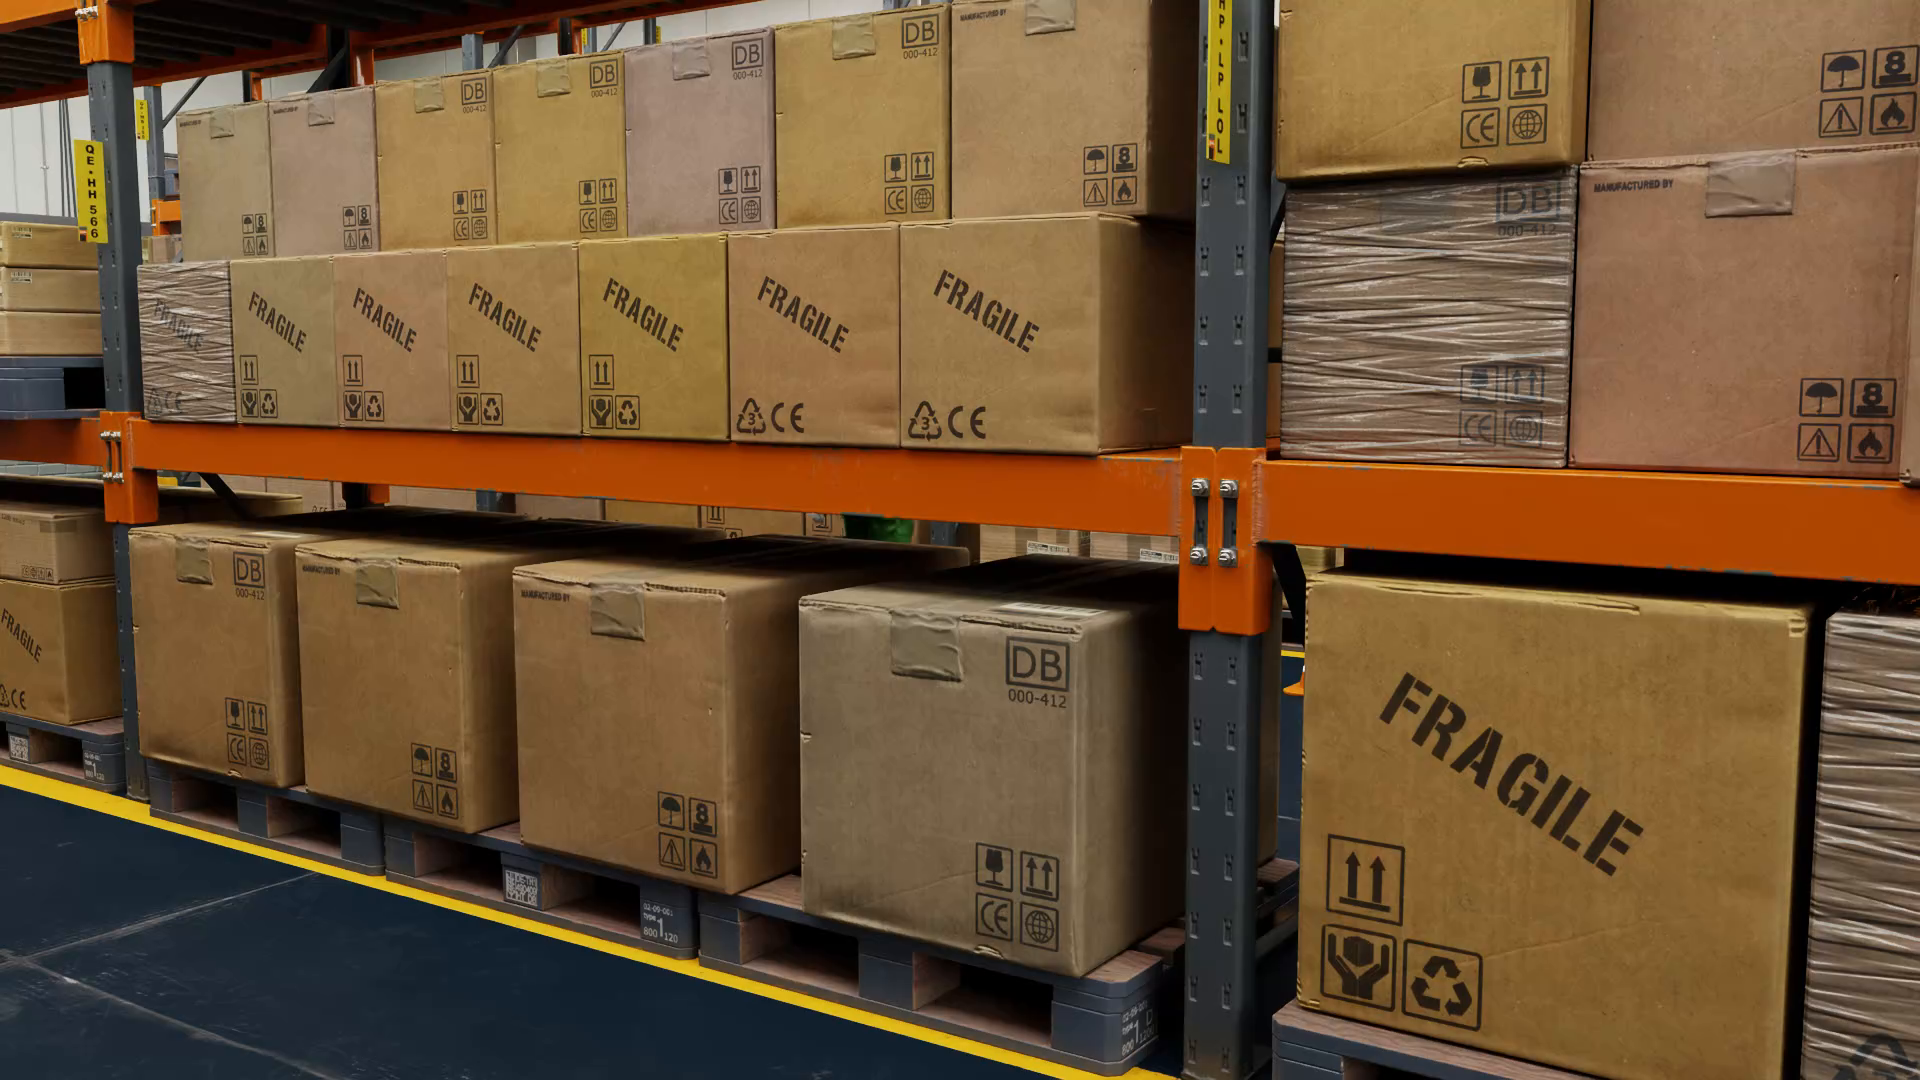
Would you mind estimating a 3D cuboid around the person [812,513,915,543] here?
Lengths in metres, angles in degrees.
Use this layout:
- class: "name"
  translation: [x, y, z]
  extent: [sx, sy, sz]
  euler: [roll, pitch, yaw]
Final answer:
- class: "person"
  translation: [-0.329, -0.249, 7.737]
  extent: [0.588, 1.772, 0.755]
  euler: [3, 7, 25]
